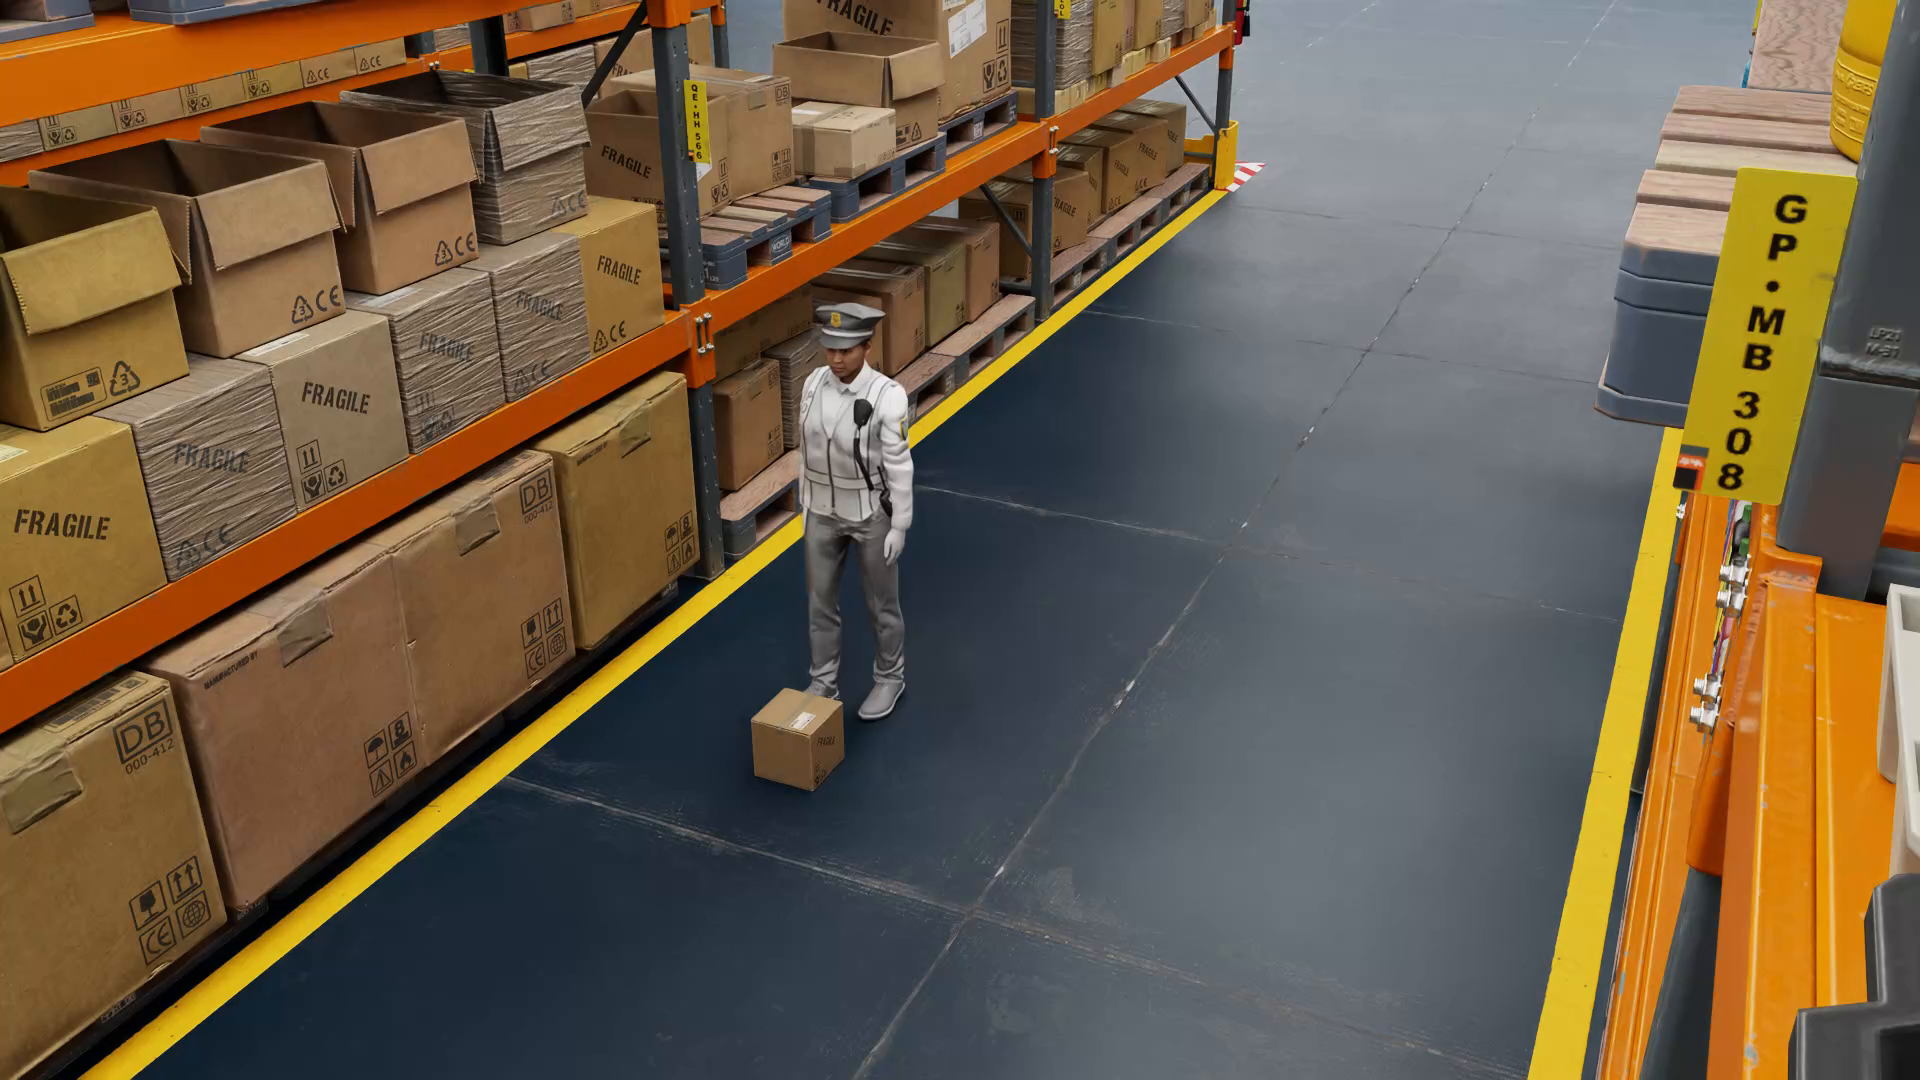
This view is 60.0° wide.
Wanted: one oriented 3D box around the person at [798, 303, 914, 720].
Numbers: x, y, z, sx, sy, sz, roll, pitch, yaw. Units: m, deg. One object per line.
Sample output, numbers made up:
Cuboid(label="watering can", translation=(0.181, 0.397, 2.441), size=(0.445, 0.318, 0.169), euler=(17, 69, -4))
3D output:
Cuboid(label="person", translation=(-0.415, -0.079, 6.247), size=(0.486, 1.679, 0.432), euler=(12, 29, 22))
